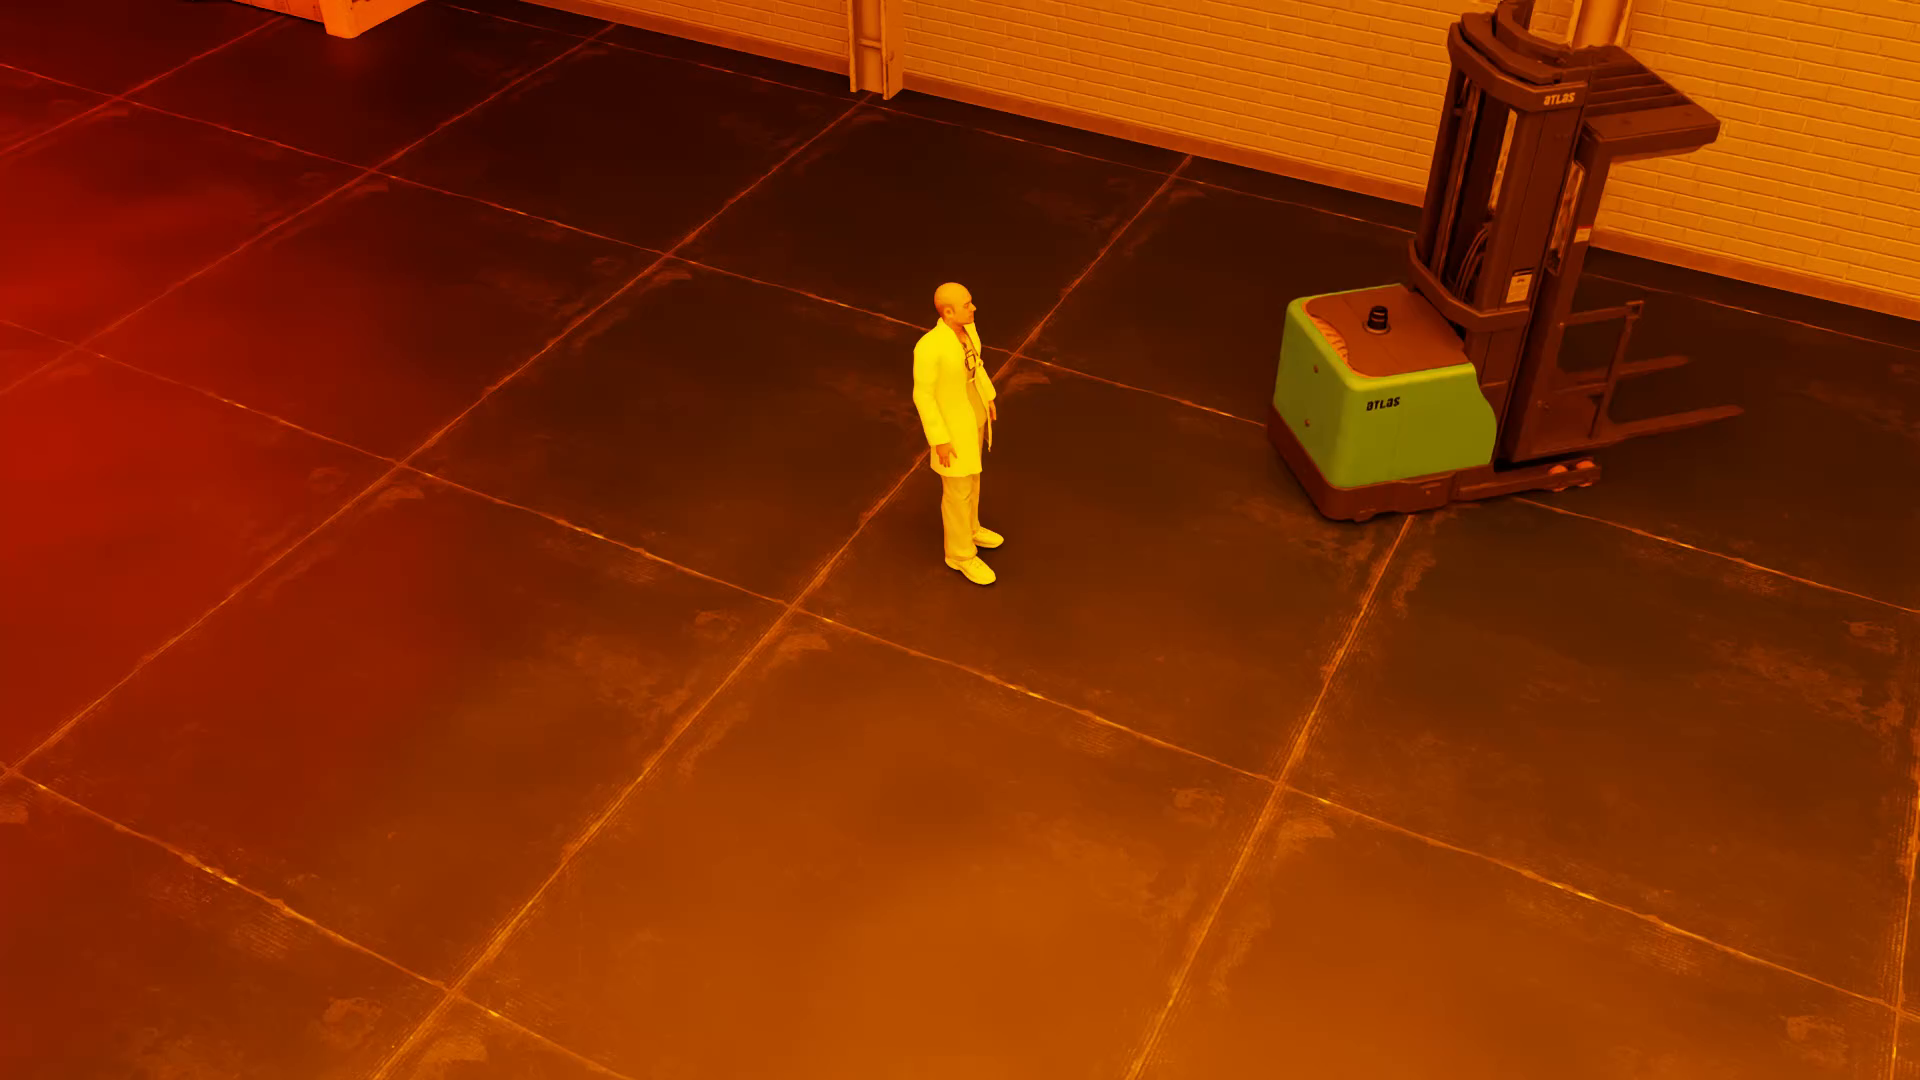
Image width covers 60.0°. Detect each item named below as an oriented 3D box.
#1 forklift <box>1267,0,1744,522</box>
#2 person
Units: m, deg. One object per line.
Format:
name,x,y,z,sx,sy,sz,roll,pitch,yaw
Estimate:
forklift,3.603,-1.752,10.066,3.031,2.935,1.130,-10,41,-11
person,0.078,-0.656,9.650,0.581,1.775,0.696,18,43,21
